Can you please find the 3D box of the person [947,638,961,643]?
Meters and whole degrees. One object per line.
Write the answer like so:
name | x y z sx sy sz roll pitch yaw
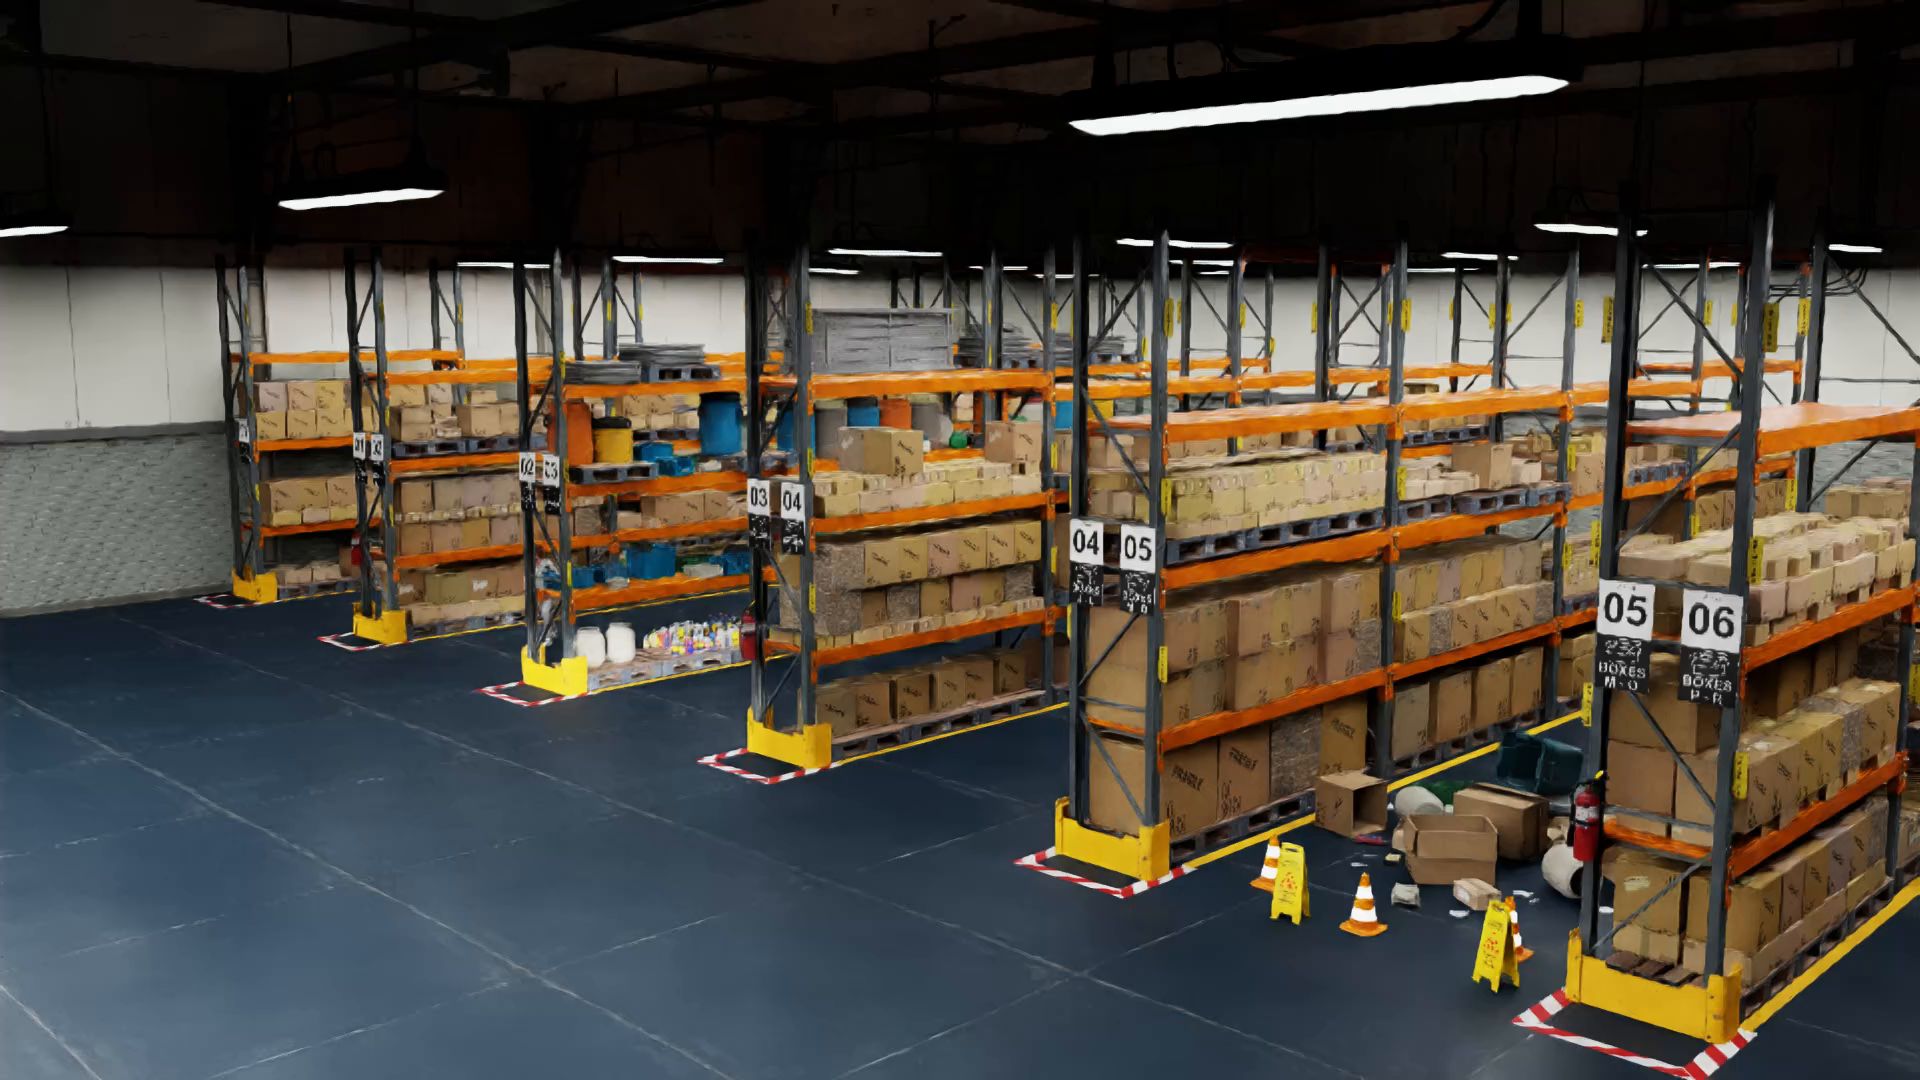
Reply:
person | -0.269 0.716 25.438 0.677 1.742 0.551 8 11 43

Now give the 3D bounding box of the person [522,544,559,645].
person | -6.348 0.815 25.400 0.554 1.520 0.754 4 9 24
